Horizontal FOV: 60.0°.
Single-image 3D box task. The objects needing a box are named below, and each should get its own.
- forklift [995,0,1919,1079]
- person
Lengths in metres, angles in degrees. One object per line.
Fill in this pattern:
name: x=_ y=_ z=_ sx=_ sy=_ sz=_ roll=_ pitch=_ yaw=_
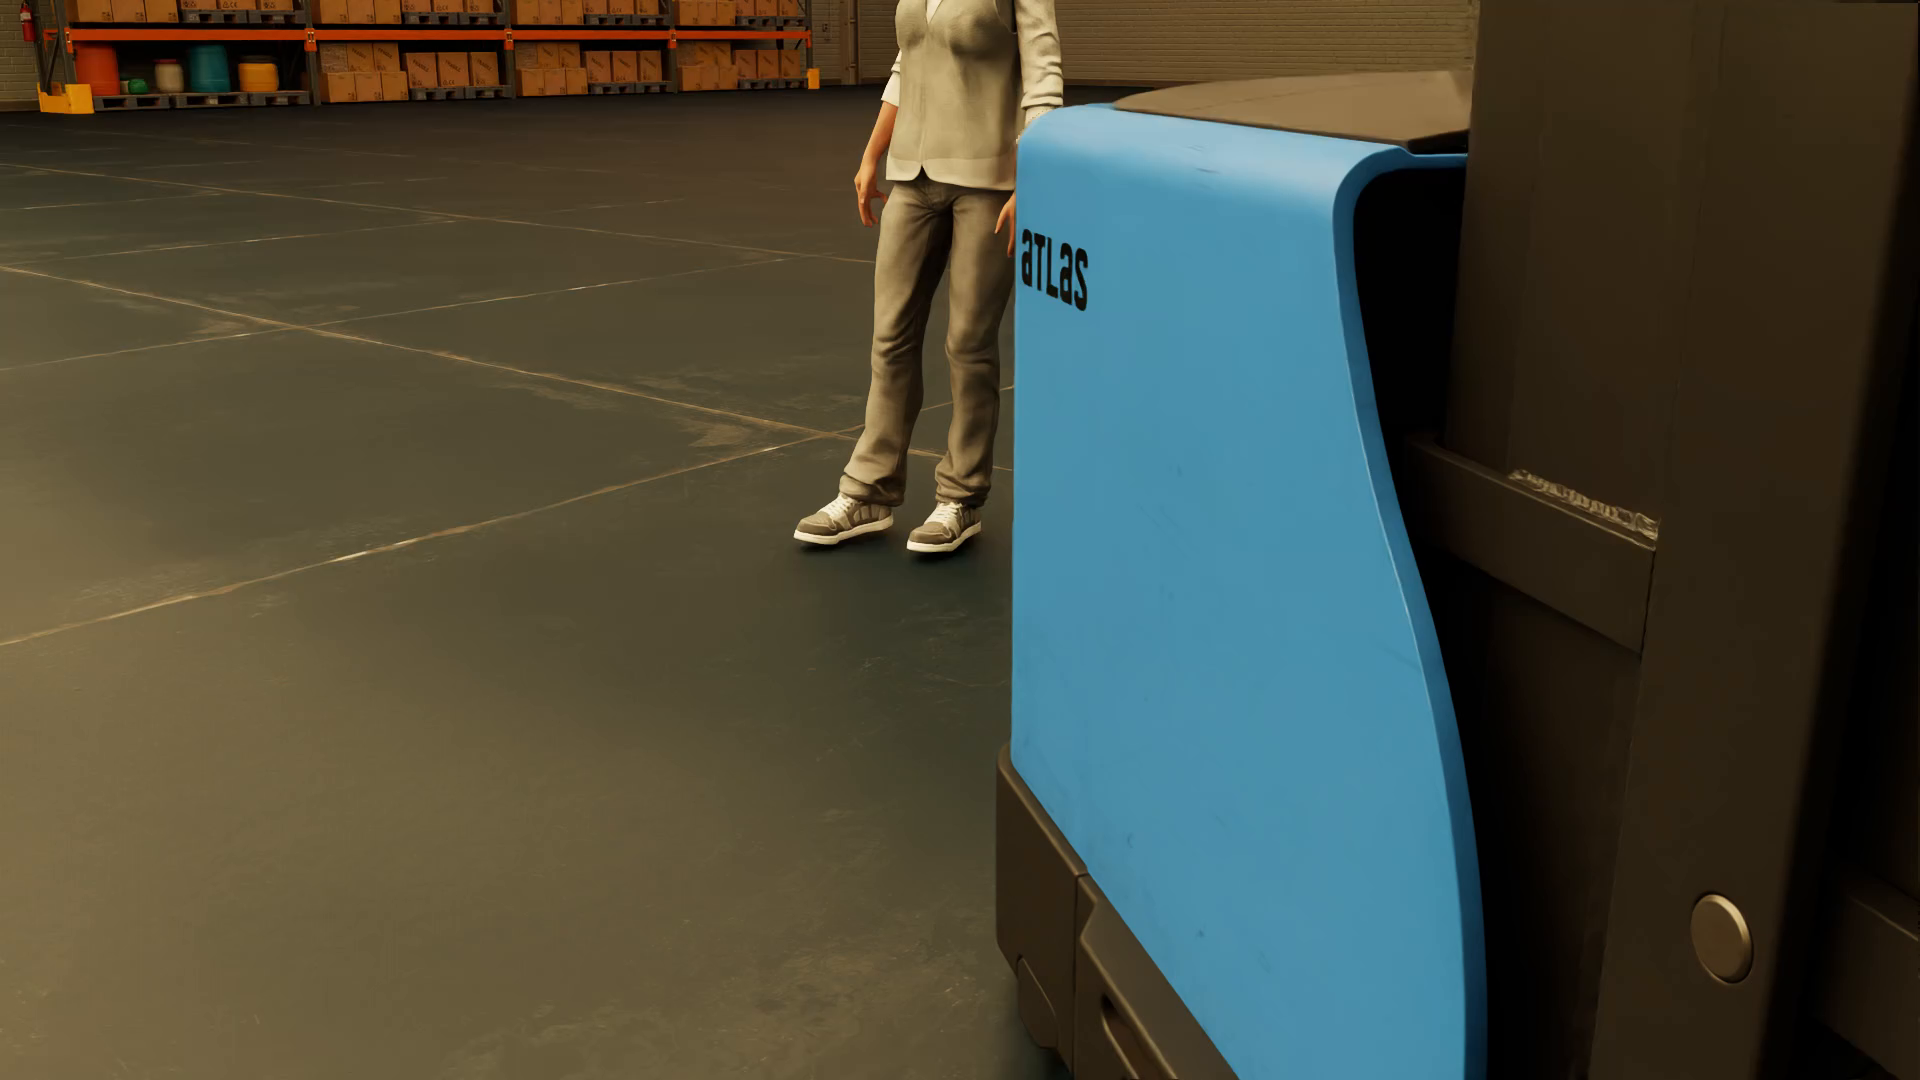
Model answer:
forklift: x=0.930 y=-0.479 z=0.475 sx=1.130 sy=2.935 sz=3.031 roll=-5 pitch=17 yaw=-15
person: x=-0.058 y=-0.757 z=3.662 sx=0.520 sy=1.597 sz=0.475 roll=13 pitch=21 yaw=37
